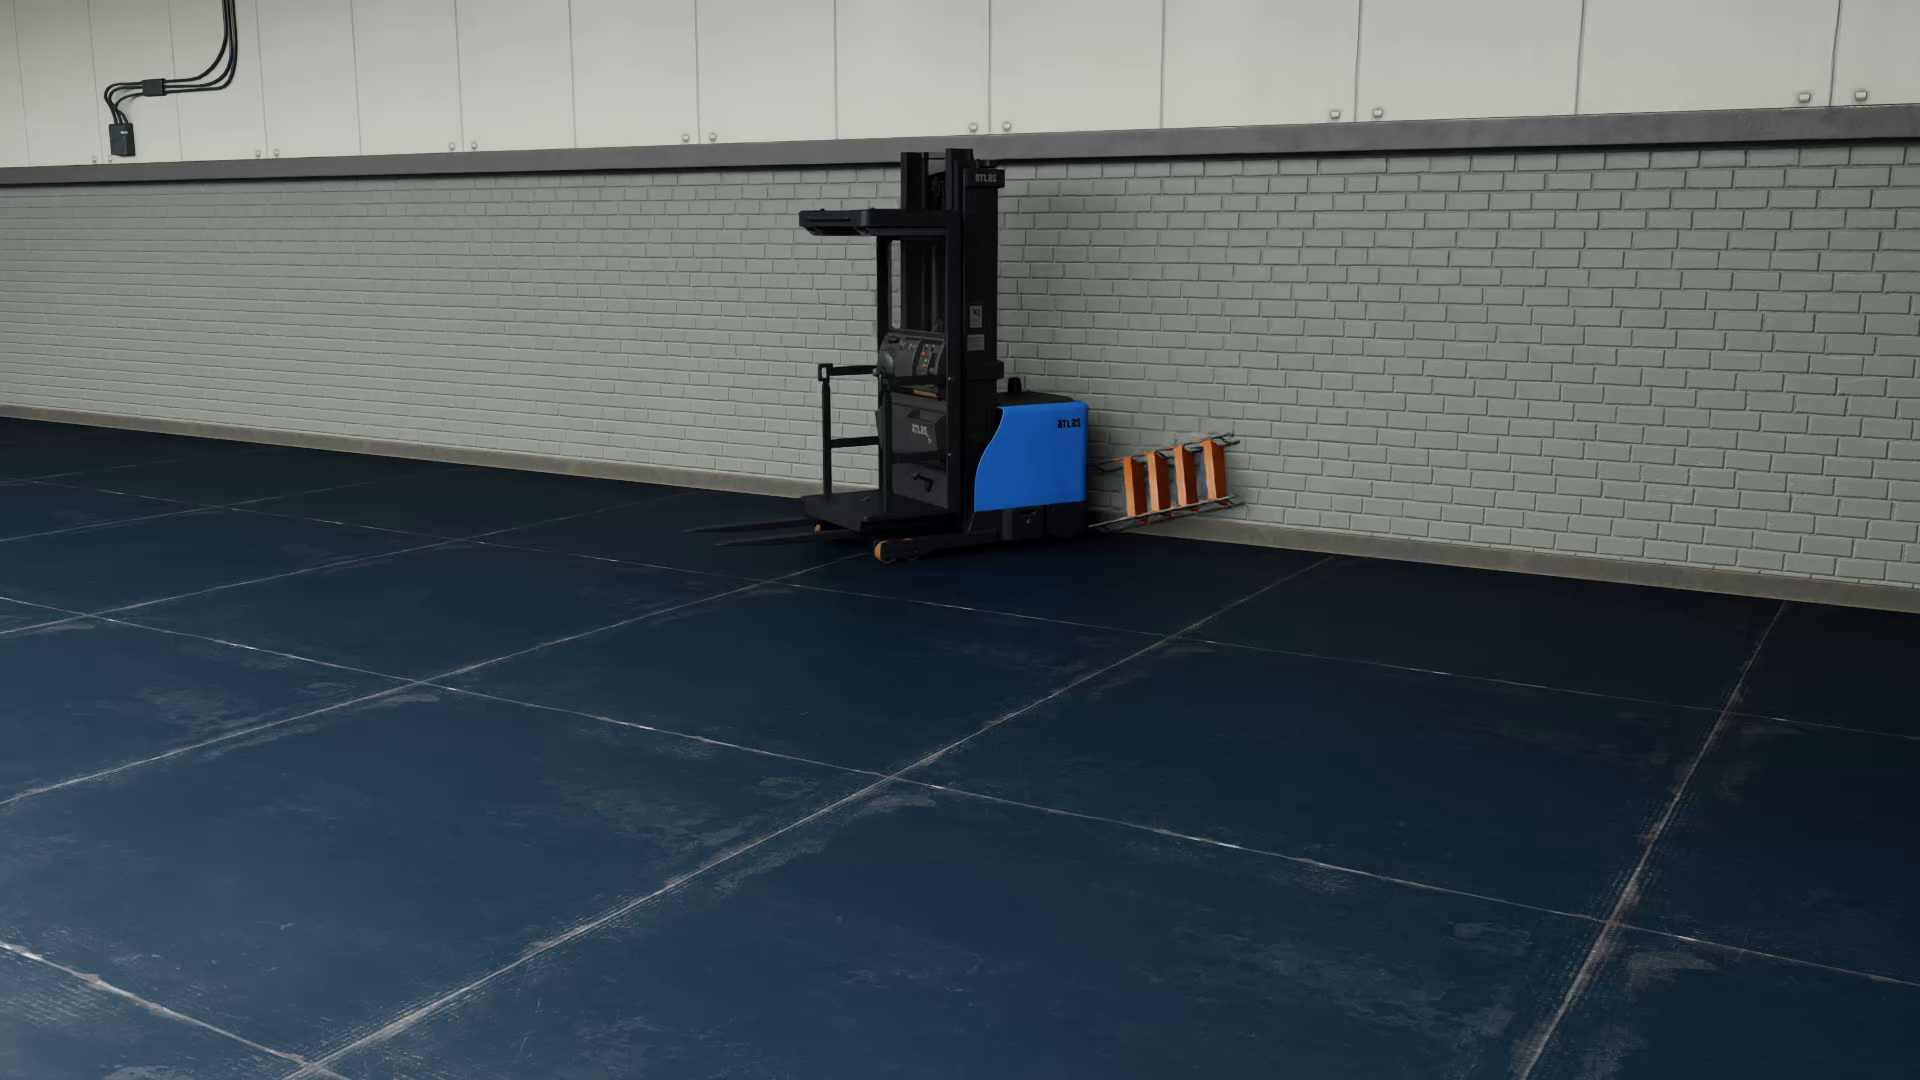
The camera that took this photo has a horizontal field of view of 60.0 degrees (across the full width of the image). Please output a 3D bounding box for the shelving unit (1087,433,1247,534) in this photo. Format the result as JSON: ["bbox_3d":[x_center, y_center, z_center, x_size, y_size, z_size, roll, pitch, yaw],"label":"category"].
[{"bbox_3d":[1.557,-0.423,12.708,1.200,0.503,0.258,-12,-19,28],"label":"shelving unit"}]

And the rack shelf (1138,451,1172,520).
[{"bbox_3d":[1.499,-0.411,12.740,0.148,0.480,0.258,-12,-19,28],"label":"rack shelf"}]

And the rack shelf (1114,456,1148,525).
[{"bbox_3d":[1.327,-0.374,12.834,0.148,0.480,0.258,-12,-19,28],"label":"rack shelf"}]

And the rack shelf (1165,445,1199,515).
[{"bbox_3d":[1.692,-0.452,12.634,0.148,0.480,0.258,-12,-19,28],"label":"rack shelf"}]

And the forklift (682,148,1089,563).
[{"bbox_3d":[-0.539,-1.382,12.287,3.031,2.935,1.130,-6,12,-30],"label":"forklift"}]

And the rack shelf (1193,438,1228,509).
[{"bbox_3d":[1.896,-0.495,12.523,0.148,0.480,0.258,-12,-19,28],"label":"rack shelf"}]

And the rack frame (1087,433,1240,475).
[{"bbox_3d":[1.545,-0.657,12.778,1.200,0.015,0.240,-12,-19,28],"label":"rack frame"}]

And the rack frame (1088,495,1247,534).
[{"bbox_3d":[1.568,-0.189,12.639,1.200,0.015,0.240,-12,-19,28],"label":"rack frame"}]

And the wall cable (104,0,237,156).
[{"bbox_3d":[-8.770,-7.275,18.034,2.305,6.003,0.169,6,12,31],"label":"wall cable"}]
